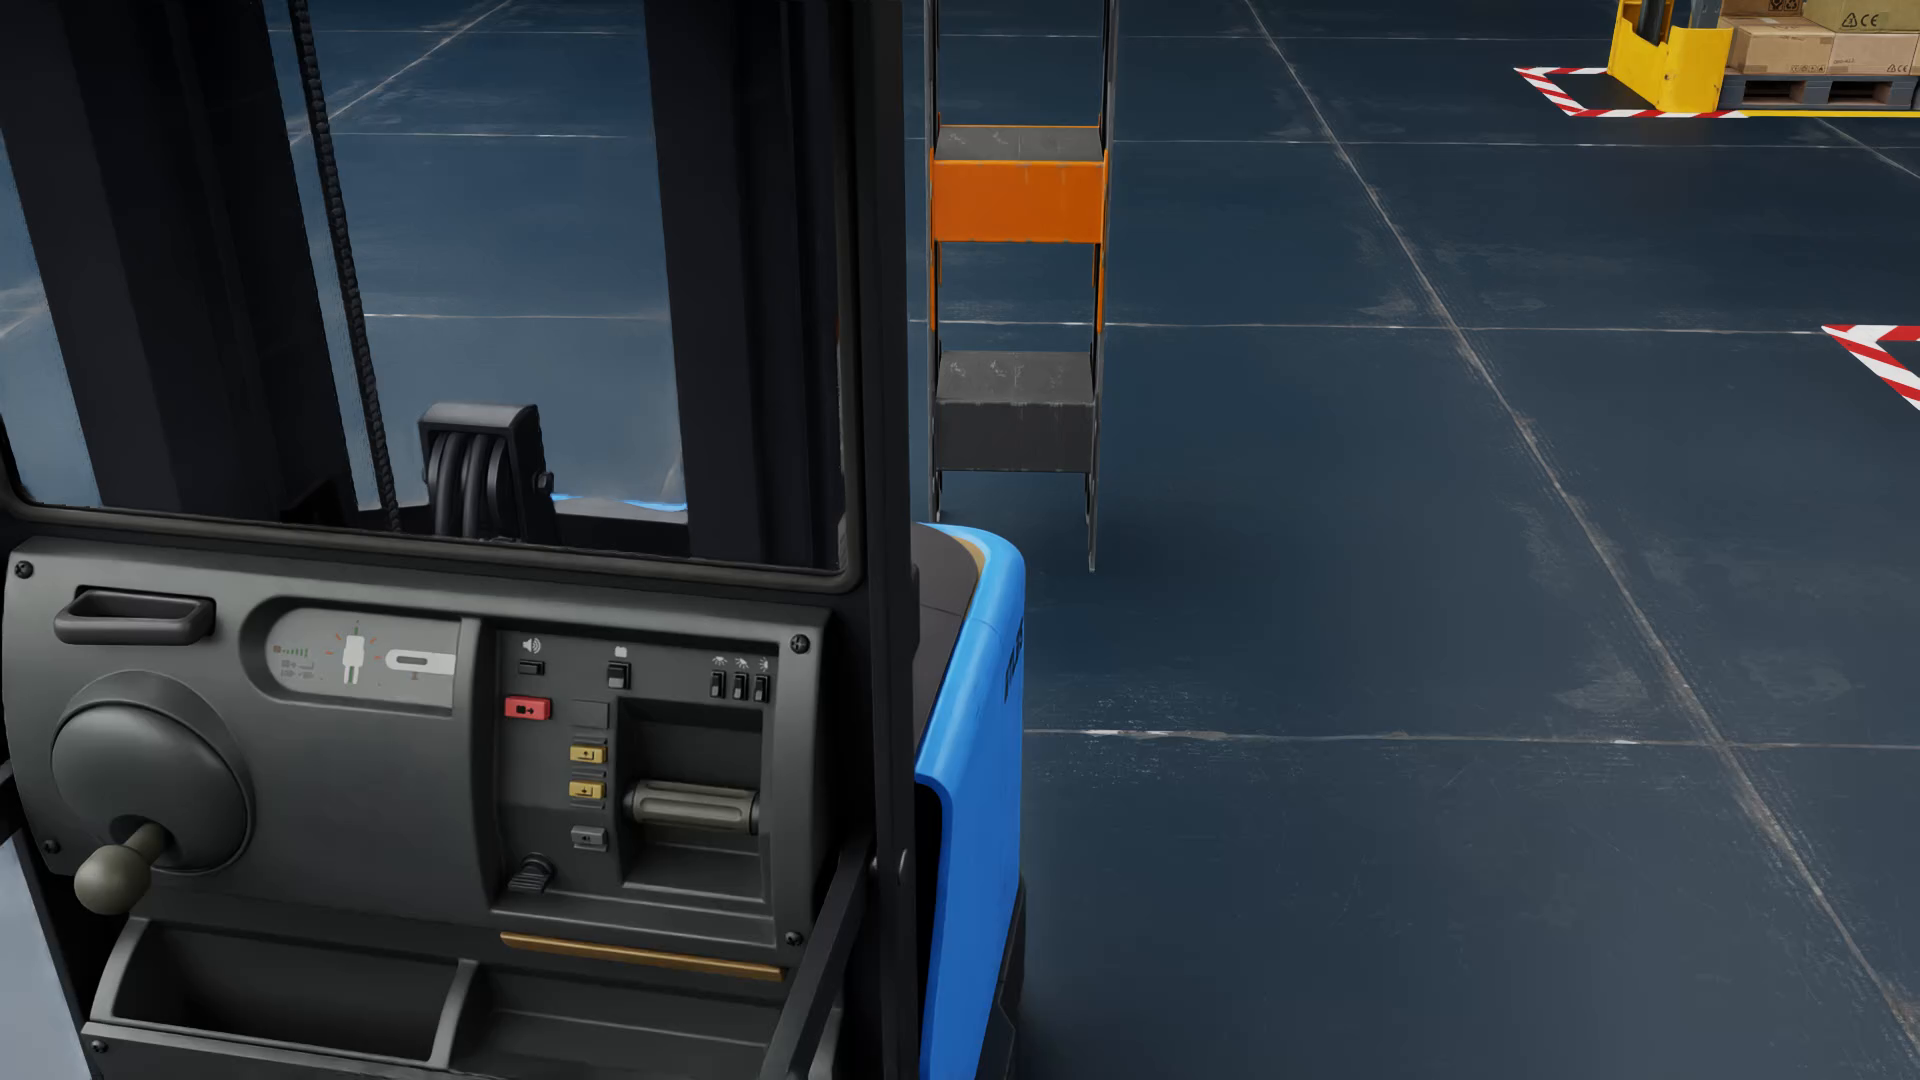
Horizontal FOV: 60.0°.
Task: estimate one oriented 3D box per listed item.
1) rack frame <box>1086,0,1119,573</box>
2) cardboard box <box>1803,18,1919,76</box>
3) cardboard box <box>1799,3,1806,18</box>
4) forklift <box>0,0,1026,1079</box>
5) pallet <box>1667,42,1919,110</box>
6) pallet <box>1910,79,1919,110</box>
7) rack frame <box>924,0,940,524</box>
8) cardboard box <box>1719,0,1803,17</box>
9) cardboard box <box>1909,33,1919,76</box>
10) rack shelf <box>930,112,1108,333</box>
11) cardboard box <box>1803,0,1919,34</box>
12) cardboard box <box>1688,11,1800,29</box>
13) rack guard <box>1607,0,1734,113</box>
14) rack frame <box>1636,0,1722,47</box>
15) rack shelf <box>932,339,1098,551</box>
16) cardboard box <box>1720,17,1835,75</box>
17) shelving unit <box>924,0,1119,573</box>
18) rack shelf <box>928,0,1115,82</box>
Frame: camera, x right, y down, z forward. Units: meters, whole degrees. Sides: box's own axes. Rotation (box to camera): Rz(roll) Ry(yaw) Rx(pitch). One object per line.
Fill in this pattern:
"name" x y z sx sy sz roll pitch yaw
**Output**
"rack frame" 0.409 -0.921 4.745 0.015 2.100 0.400 1 28 2
"cardboard box" 5.548 -3.063 10.313 0.500 0.250 0.500 1 28 2
"cardboard box" 5.567 -3.310 10.778 0.500 0.250 0.500 1 28 2
"forklift" -0.637 0.272 1.608 1.130 2.935 3.031 5 28 9
"pallet" 5.286 -2.987 10.660 1.213 0.211 1.003 1 28 2
"pallet" 6.502 -2.966 10.619 1.213 0.211 1.003 1 28 2
"rack frame" -0.078 -0.929 4.761 0.015 2.100 0.400 1 28 2
"cardboard box" 5.067 -3.645 10.609 0.500 0.500 0.500 1 28 2
"cardboard box" 6.048 -3.055 10.297 0.500 0.250 0.500 1 28 2
"rack shelf" 0.165 -0.913 4.759 0.480 0.518 0.431 1 28 2
"cardboard box" 5.548 -3.394 10.136 0.500 0.500 0.500 1 28 2
"cardboard box" 5.067 -3.312 10.783 0.500 0.250 0.500 1 28 2
"rack guard" 4.496 -3.108 10.579 0.348 0.500 1.175 1 28 2
"rack frame" 4.520 -4.212 9.993 0.127 3.000 1.000 1 28 2
"rack shelf" 0.165 -0.294 5.087 0.480 0.518 0.431 1 28 2
"cardboard box" 5.048 -3.070 10.326 0.500 0.250 0.500 1 28 2
"shelving unit" 0.165 -0.925 4.753 0.503 2.100 0.431 1 28 2
"rack shelf" 0.165 -1.531 4.432 0.480 0.518 0.431 1 28 2
